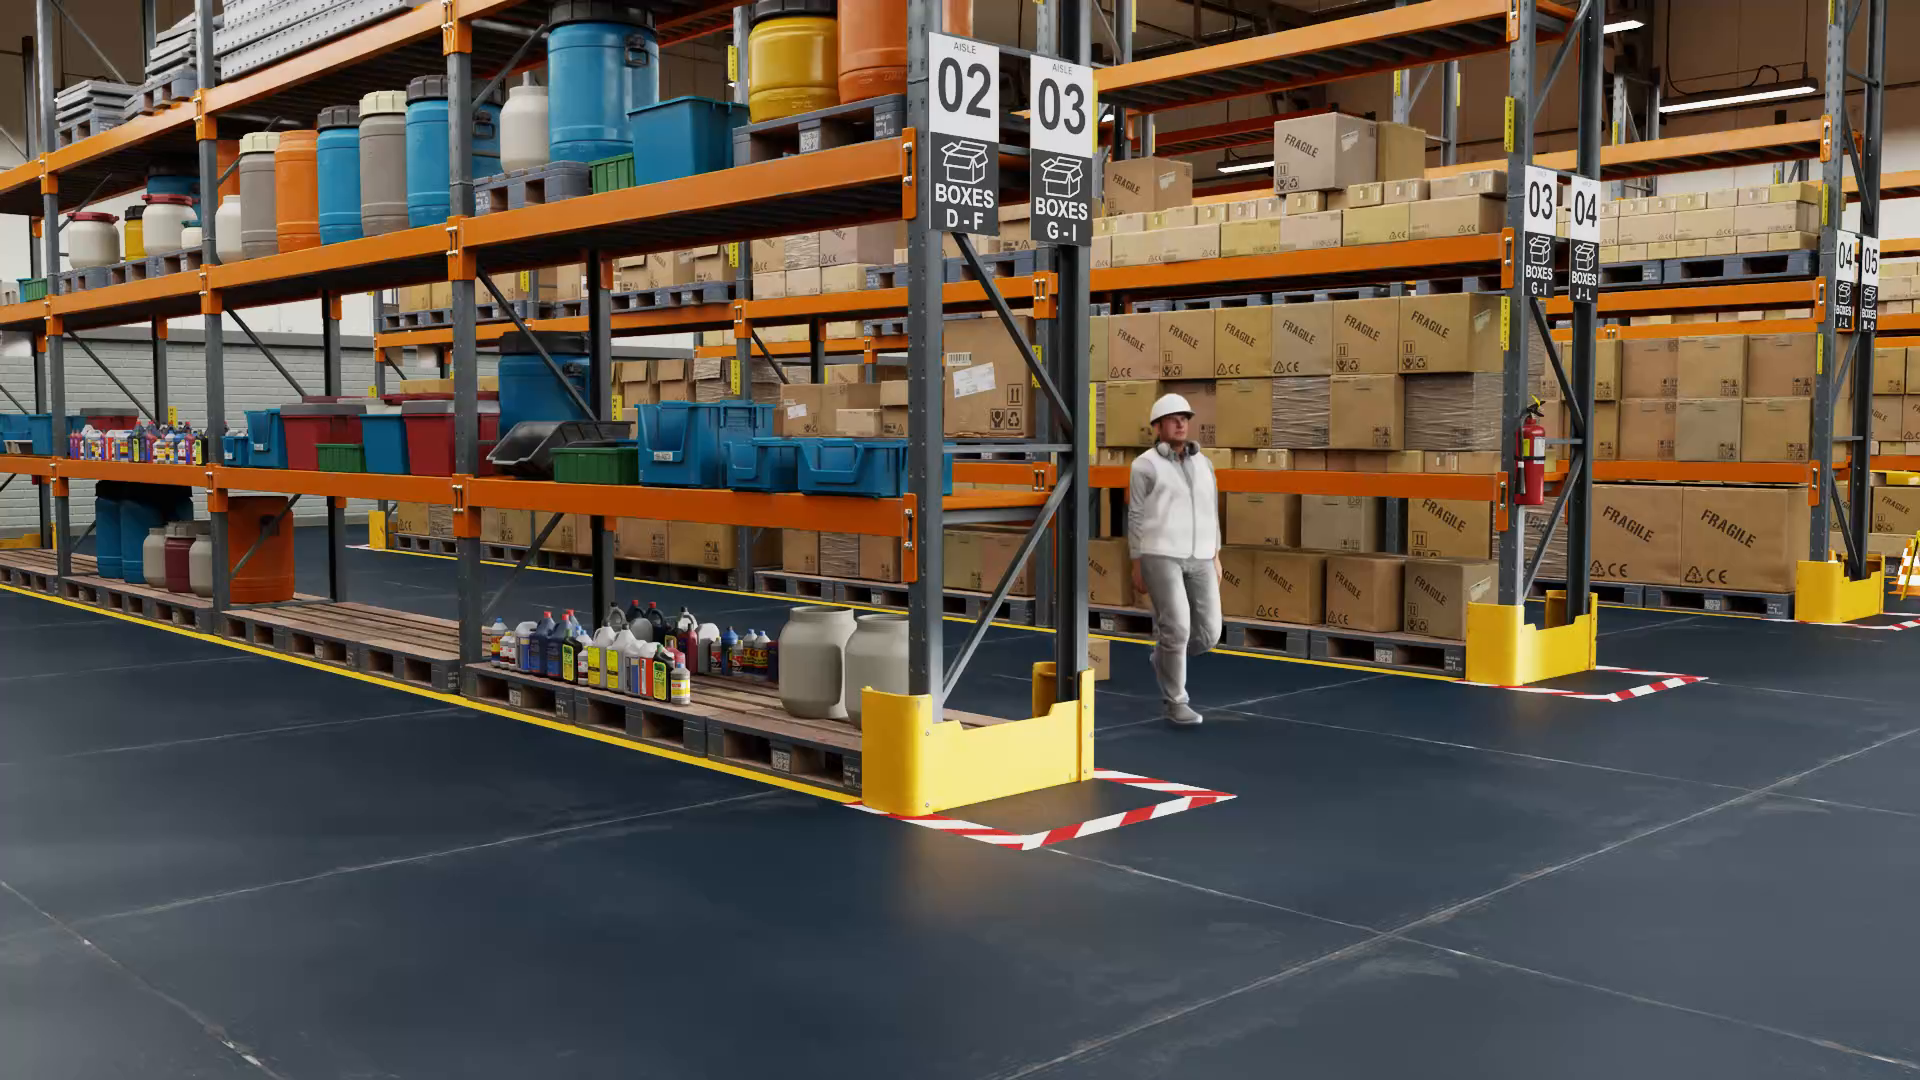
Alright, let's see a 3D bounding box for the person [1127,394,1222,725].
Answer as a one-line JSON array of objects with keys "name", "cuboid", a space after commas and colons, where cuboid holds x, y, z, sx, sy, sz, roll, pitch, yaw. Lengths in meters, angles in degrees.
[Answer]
[{"name": "person", "cuboid": [1.154, 0.088, 8.995, 0.534, 1.755, 0.704, -2, 4, -25]}]
